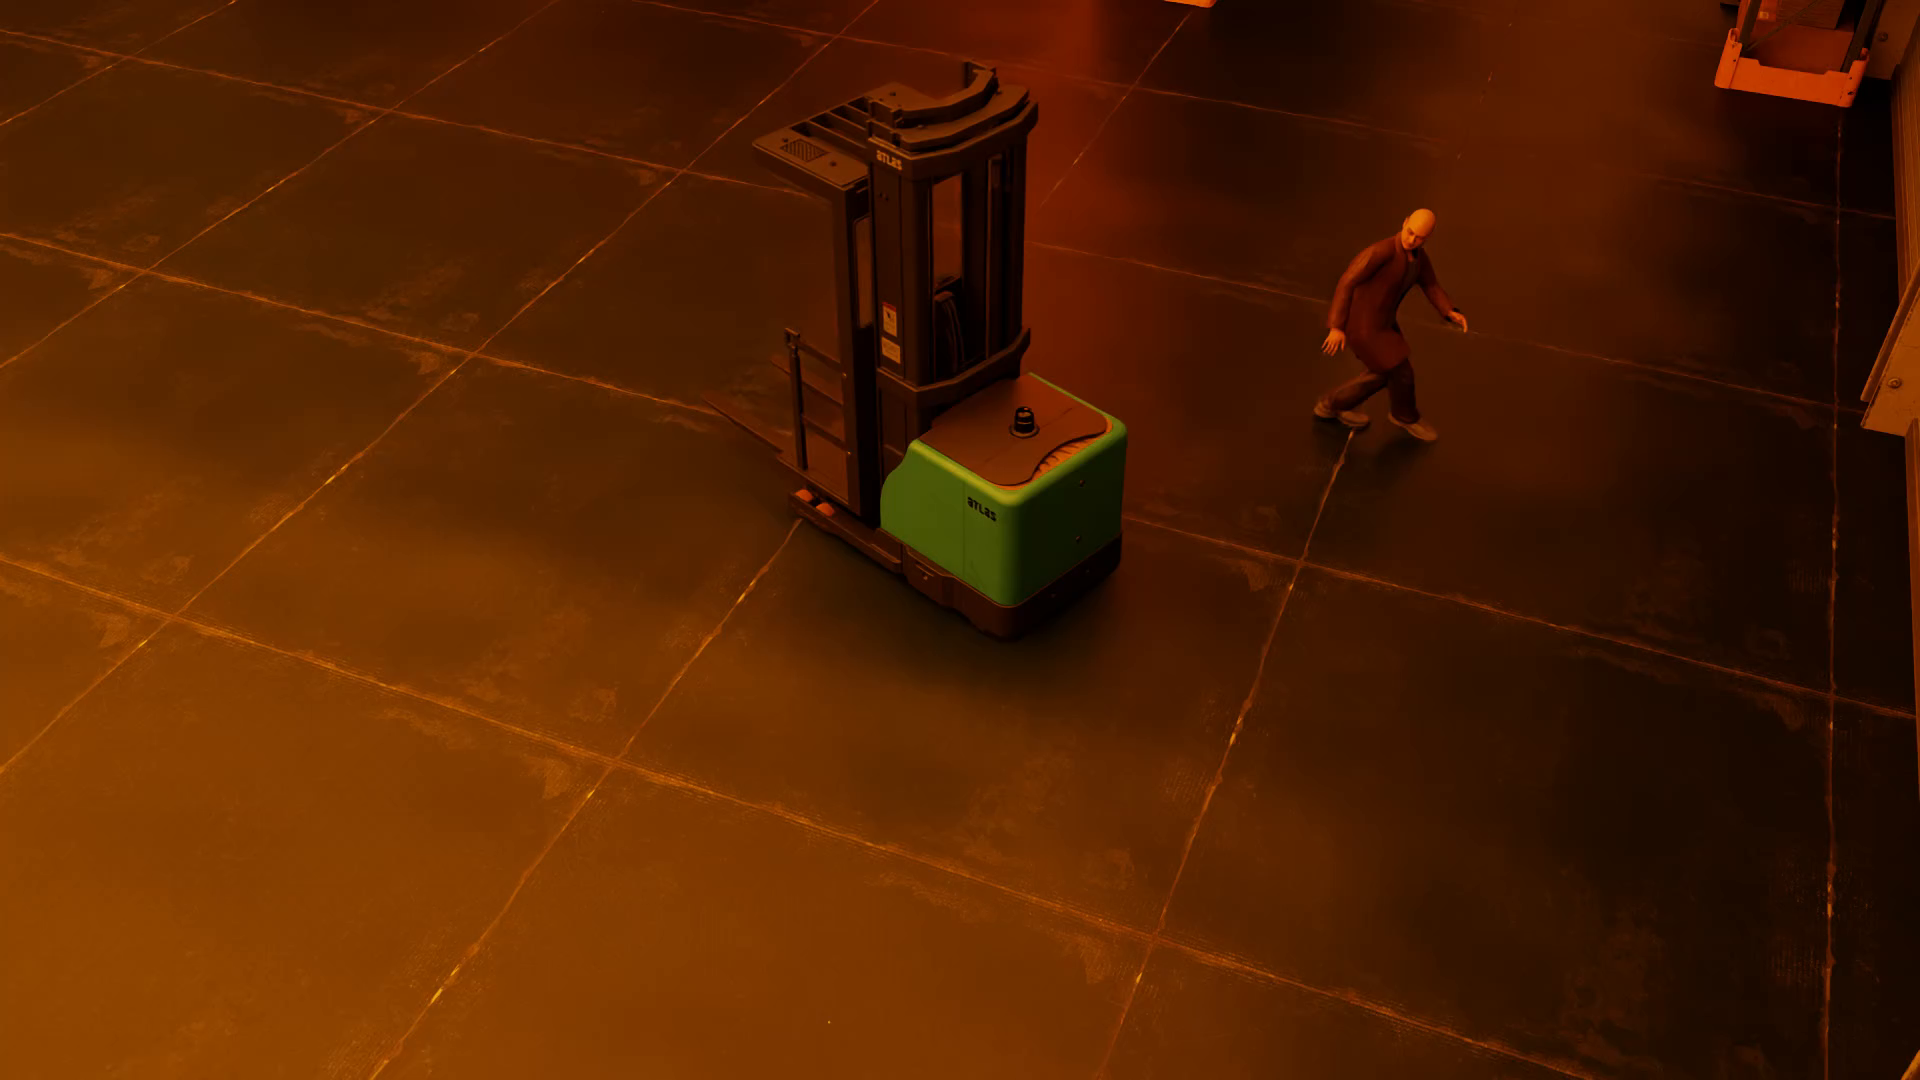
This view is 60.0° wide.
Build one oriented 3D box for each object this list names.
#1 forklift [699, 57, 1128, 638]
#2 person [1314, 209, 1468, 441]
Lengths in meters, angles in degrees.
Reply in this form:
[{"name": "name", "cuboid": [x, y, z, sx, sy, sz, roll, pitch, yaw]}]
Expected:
[{"name": "forklift", "cuboid": [-0.434, -1.399, 9.678, 3.031, 2.935, 1.130, 32, 50, 33]}, {"name": "person", "cuboid": [2.763, -1.309, 10.602, 0.866, 1.646, 0.830, 19, 43, 21]}]
